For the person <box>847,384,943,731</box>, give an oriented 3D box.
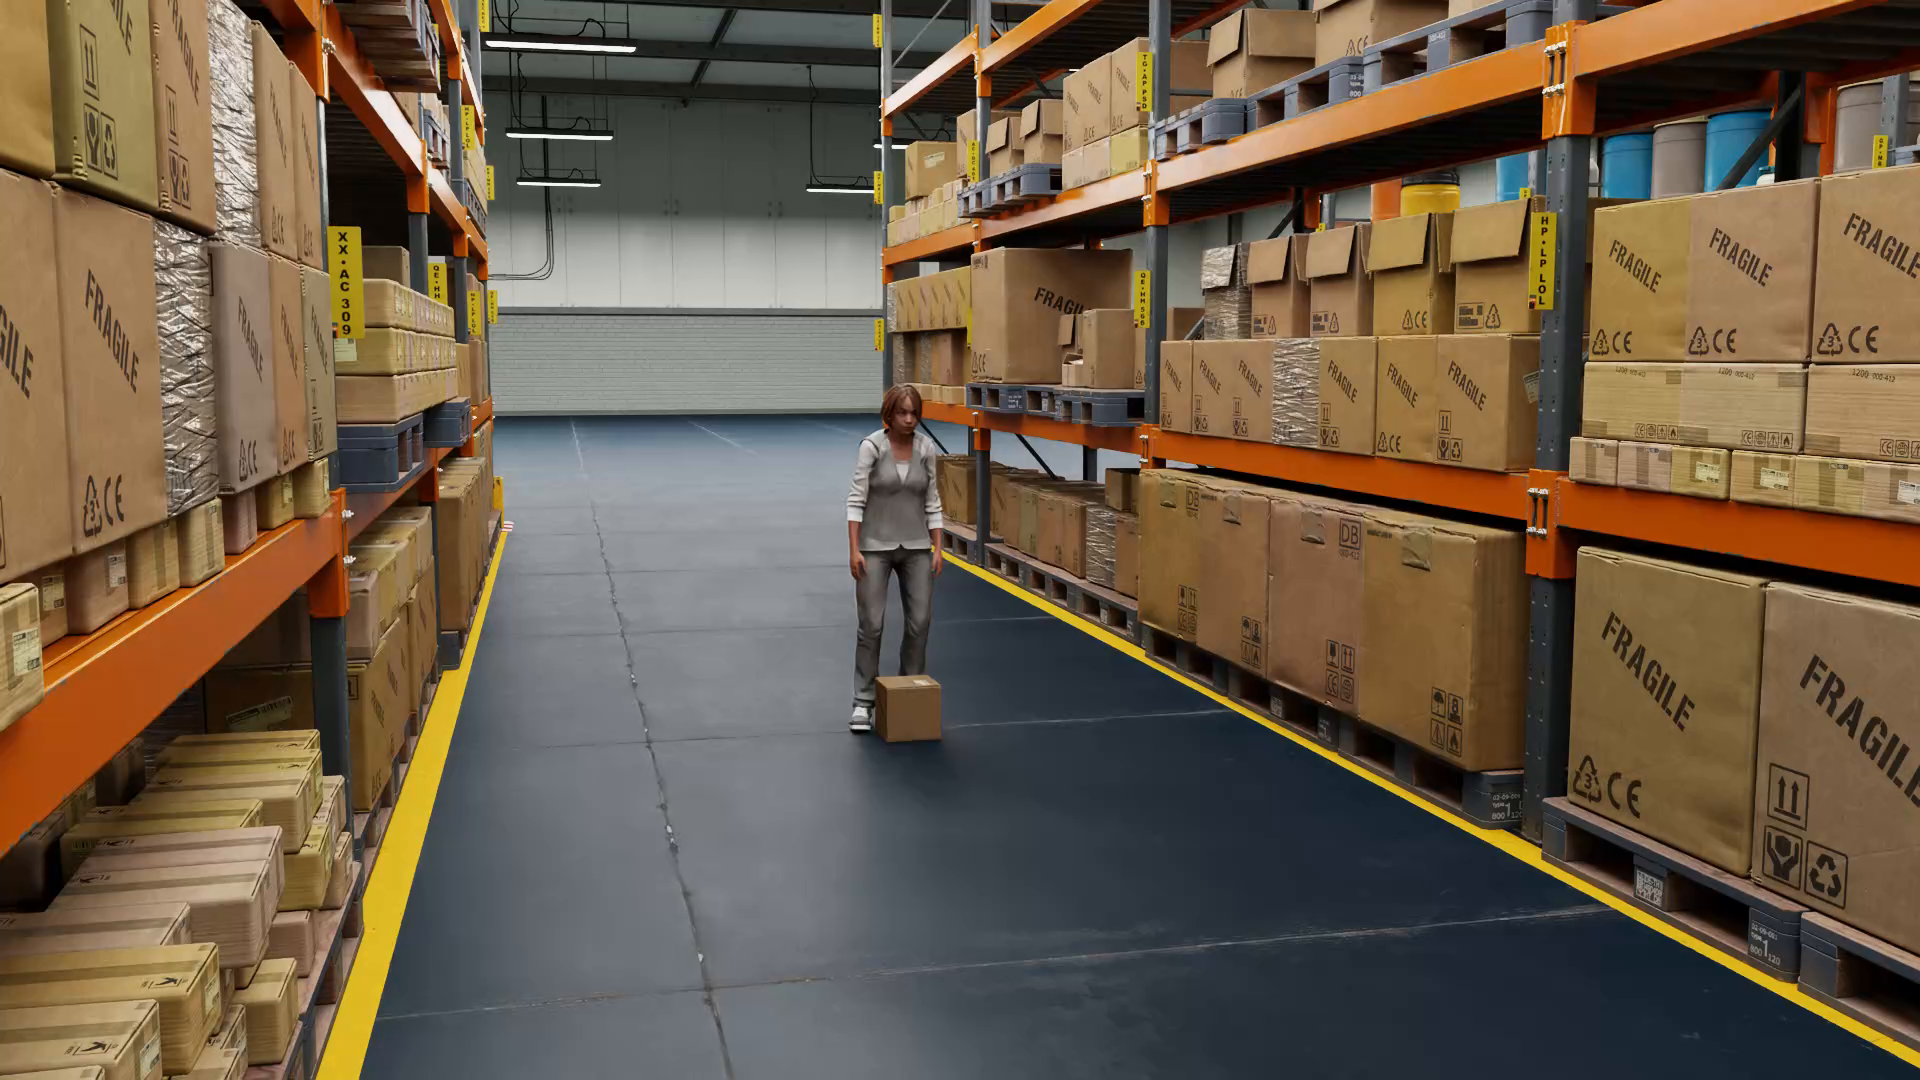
[{"bbox_3d":[-0.303,0.073,7.721,0.478,1.592,0.347,-2,7,-17],"label":"person"}]
